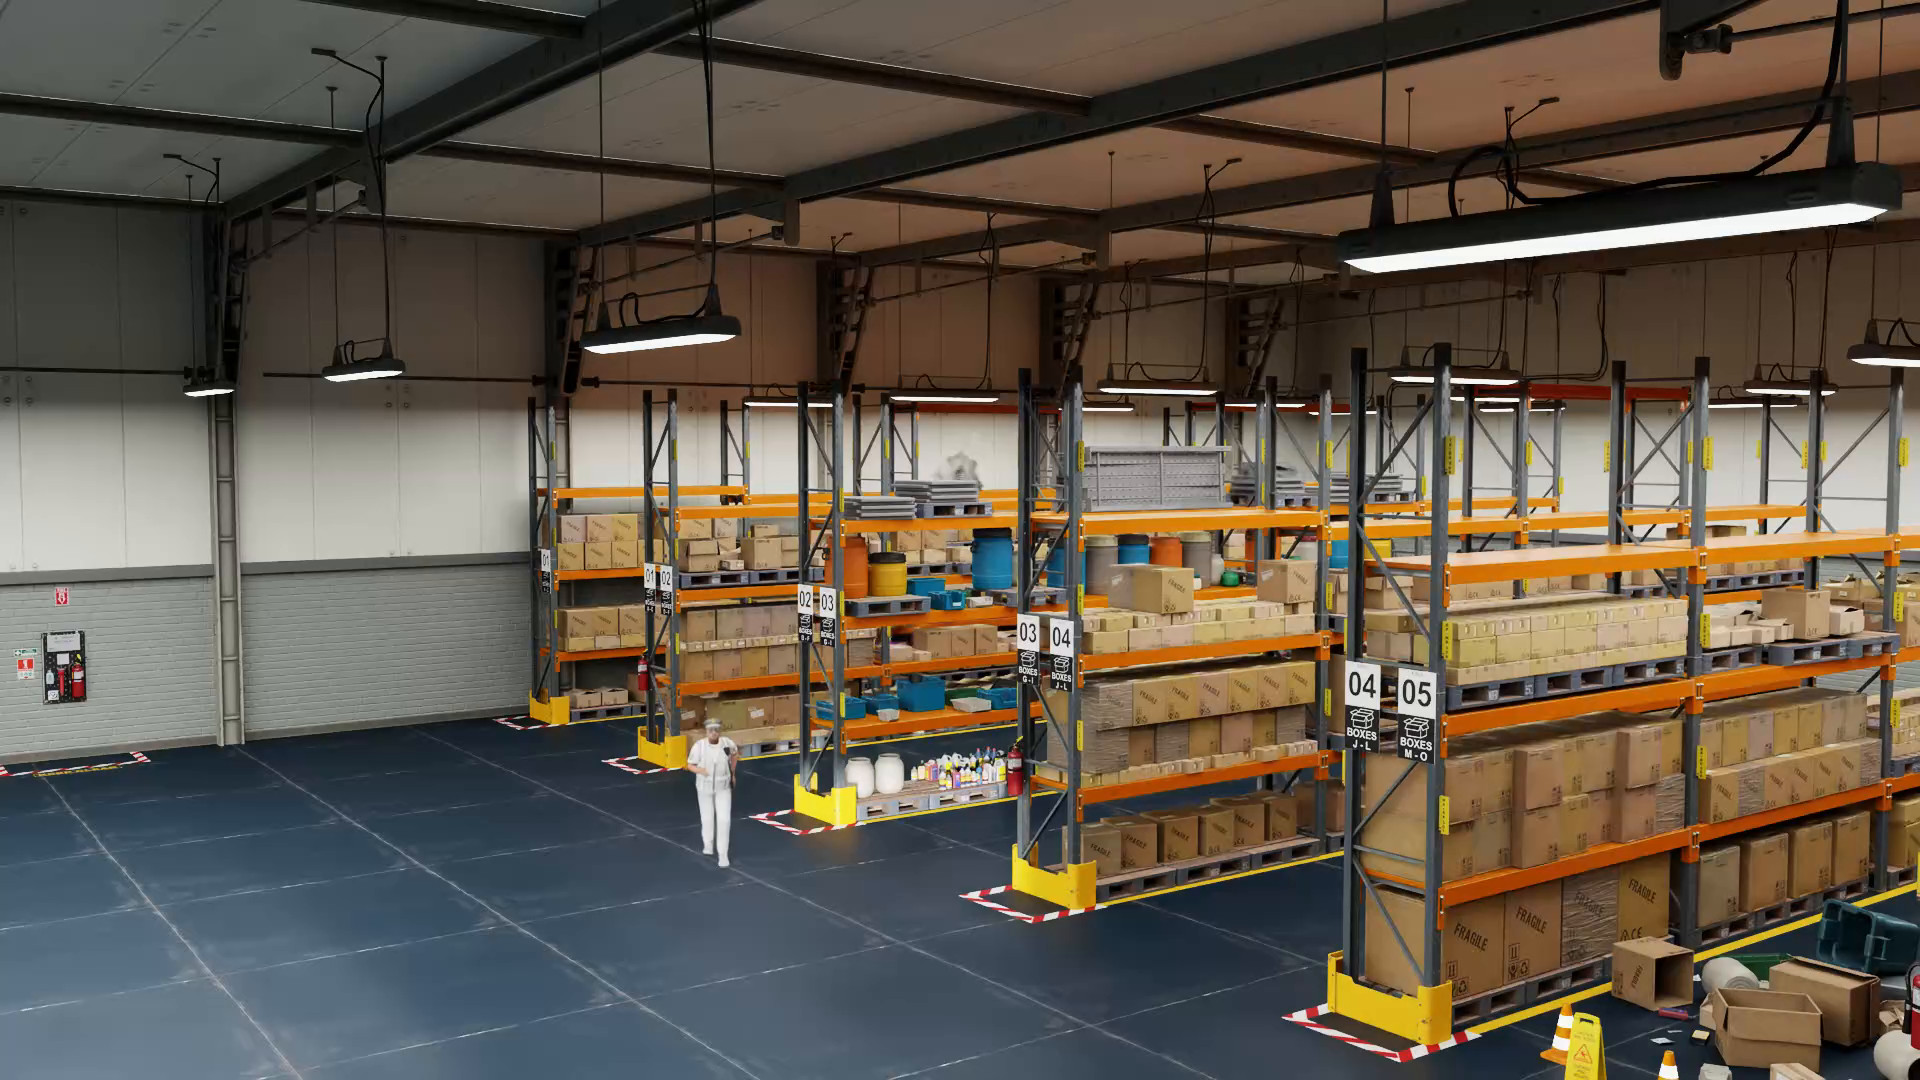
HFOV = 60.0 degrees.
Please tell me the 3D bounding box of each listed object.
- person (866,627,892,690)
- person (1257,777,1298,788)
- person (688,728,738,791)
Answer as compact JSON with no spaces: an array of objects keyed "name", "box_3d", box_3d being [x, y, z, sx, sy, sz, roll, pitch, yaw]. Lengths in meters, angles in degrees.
[{"name":"person","box_3d":[-1.517,2.410,31.564,0.702,1.654,0.537,3,4,40]},{"name":"person","box_3d":[4.406,2.903,23.322,0.836,1.790,0.529,-3,4,-40]},{"name":"person","box_3d":[-3.027,2.643,20.334,0.602,0.858,0.708,0,3,-6]}]
